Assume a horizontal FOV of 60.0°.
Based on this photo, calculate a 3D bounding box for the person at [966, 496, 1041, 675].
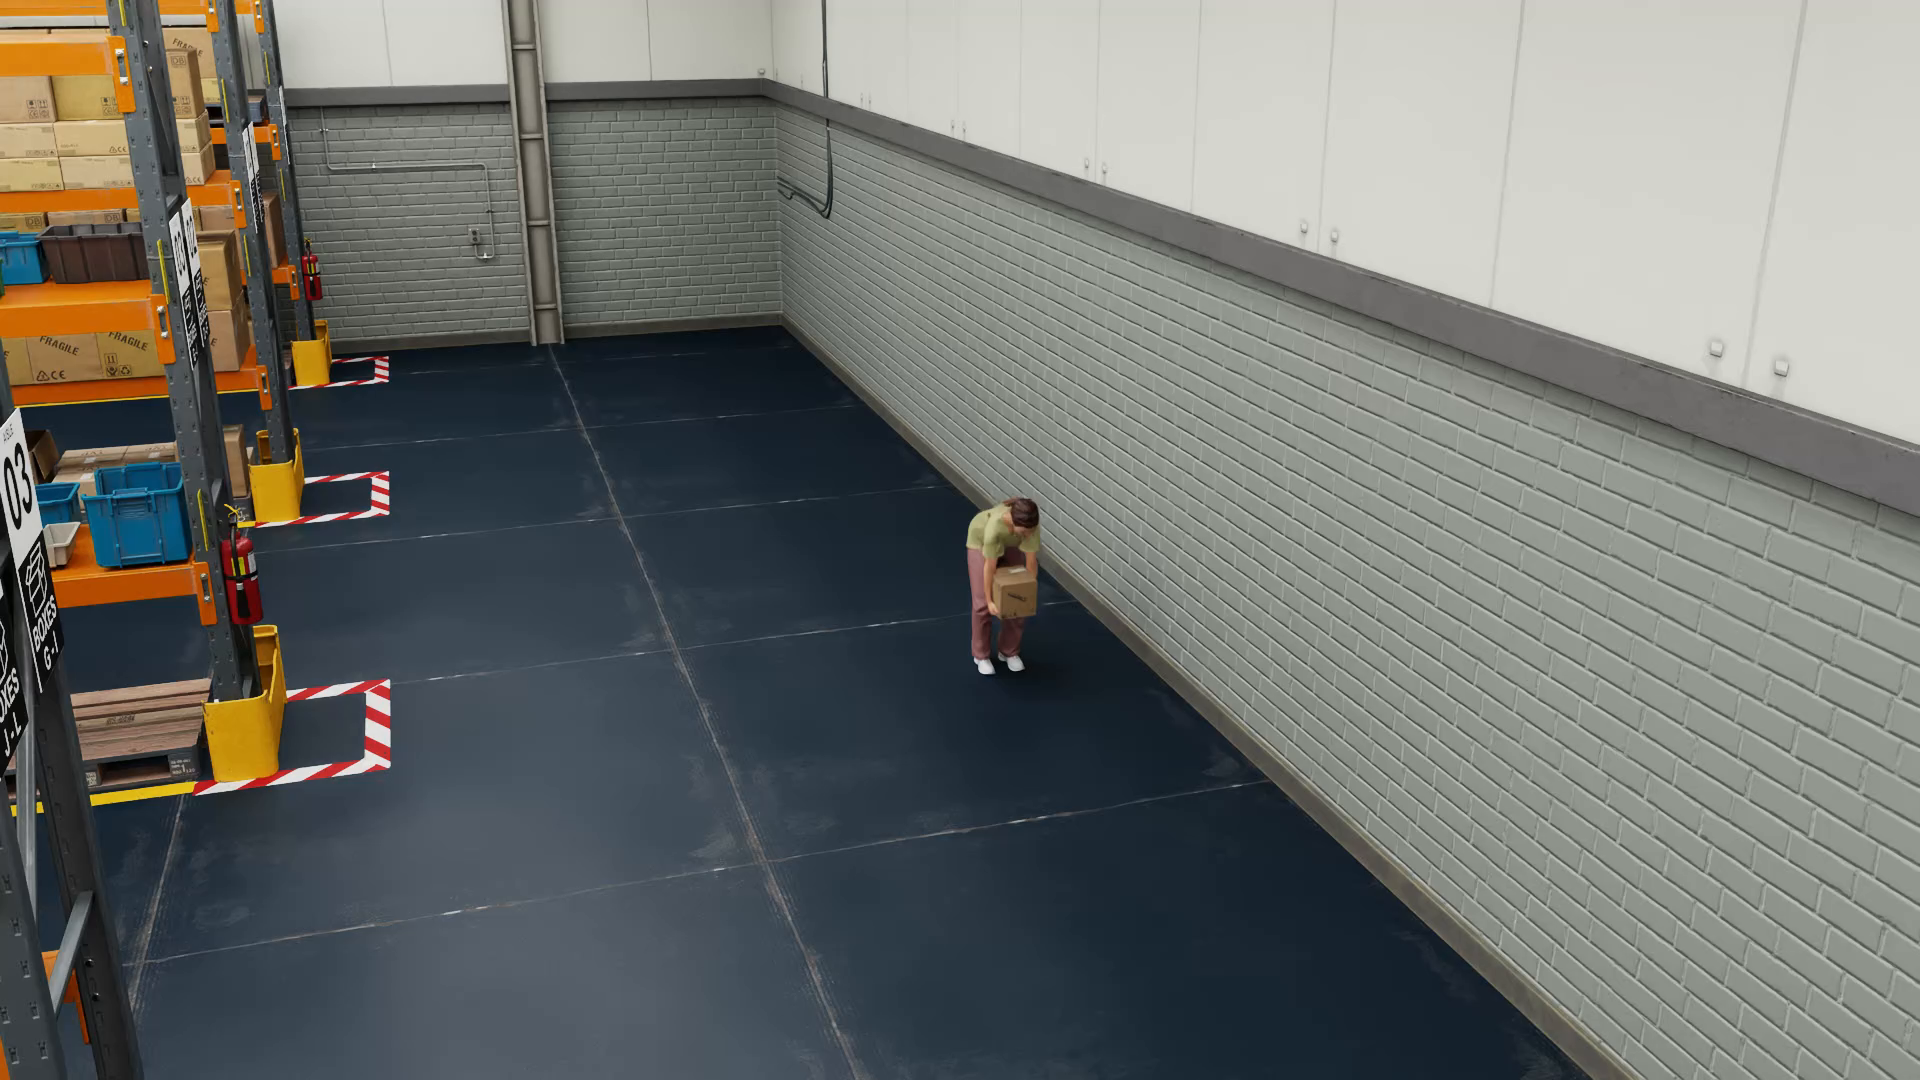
[{"bbox_3d":[0.309,0.280,10.830,0.398,1.310,0.813,-7,20,-18],"label":"person"}]
